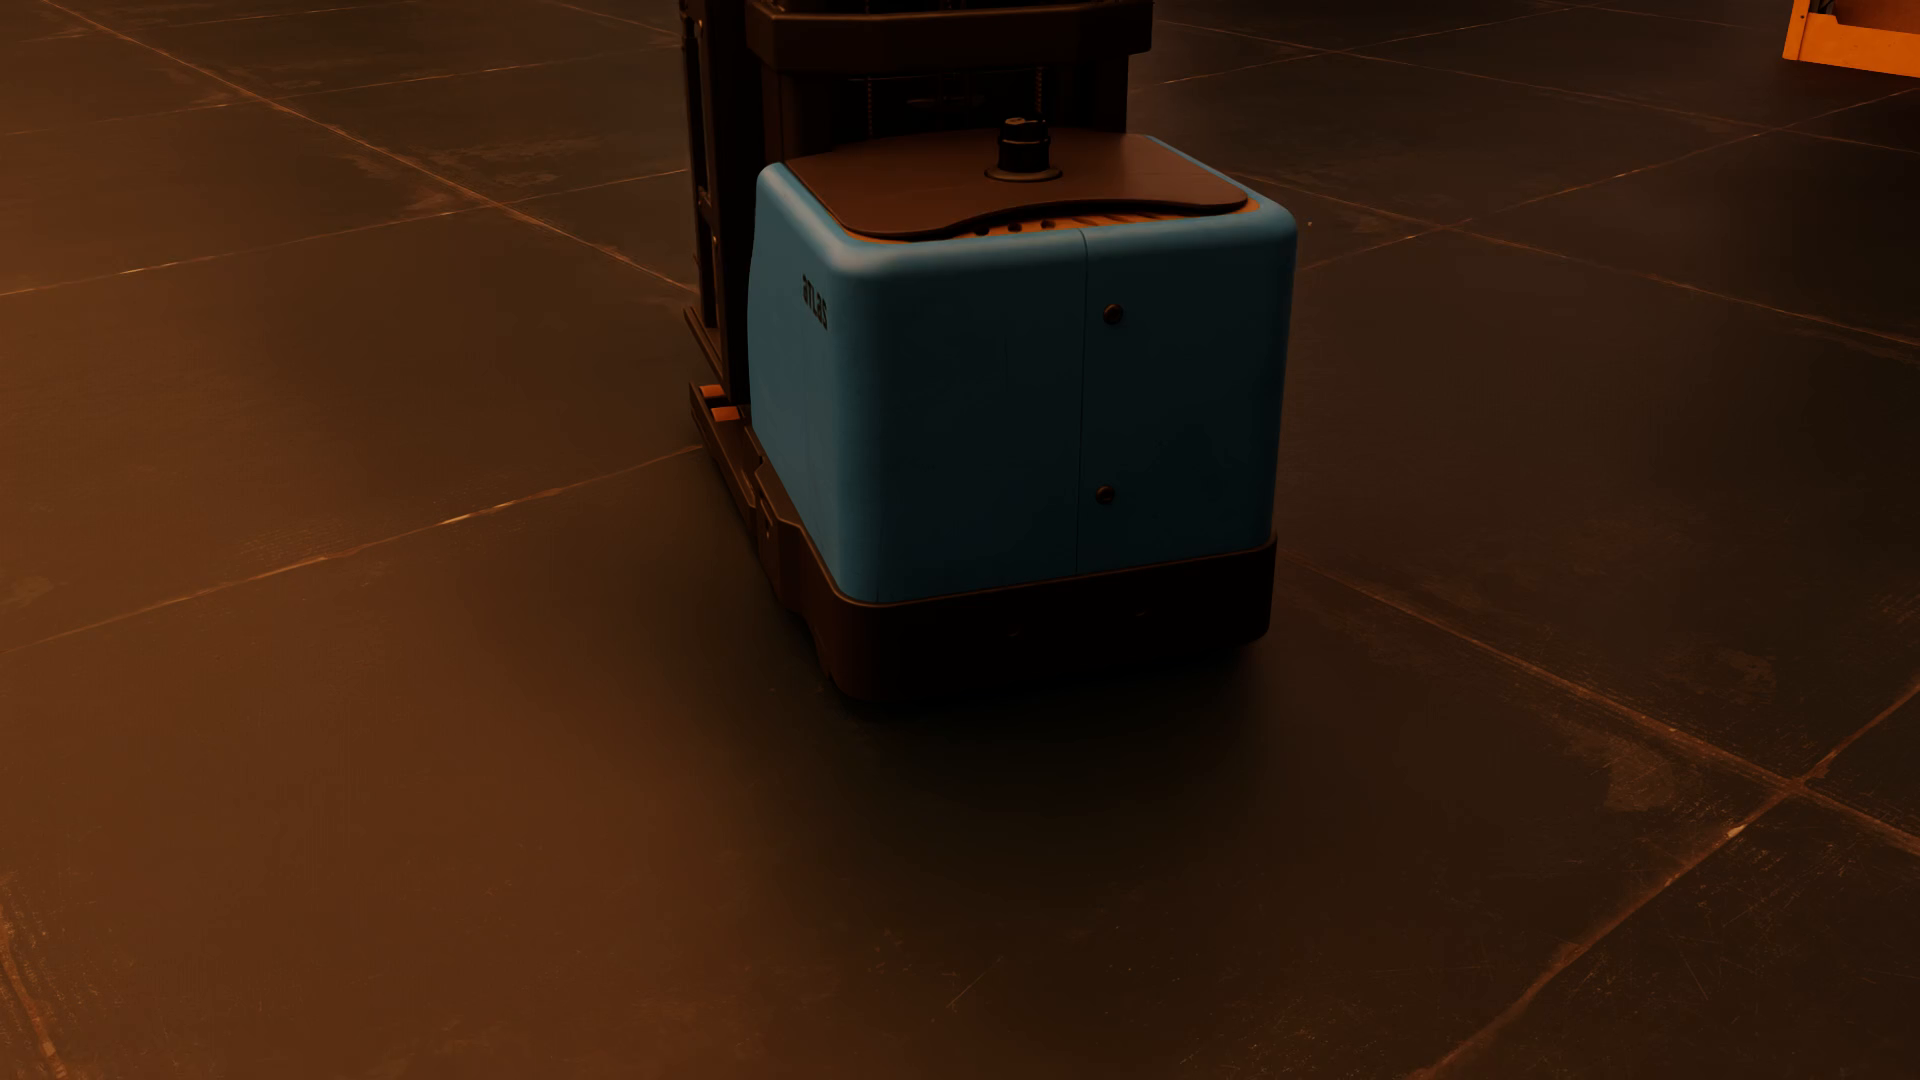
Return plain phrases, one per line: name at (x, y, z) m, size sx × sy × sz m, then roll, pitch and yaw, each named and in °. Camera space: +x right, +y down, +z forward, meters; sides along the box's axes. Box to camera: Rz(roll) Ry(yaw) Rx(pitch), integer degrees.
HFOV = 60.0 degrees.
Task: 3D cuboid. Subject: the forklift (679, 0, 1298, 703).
forklift at (-0.200, -1.593, 4.413) m, size 1.130 × 2.935 × 3.031 m, roll -8°, pitch 27°, yaw -16°
